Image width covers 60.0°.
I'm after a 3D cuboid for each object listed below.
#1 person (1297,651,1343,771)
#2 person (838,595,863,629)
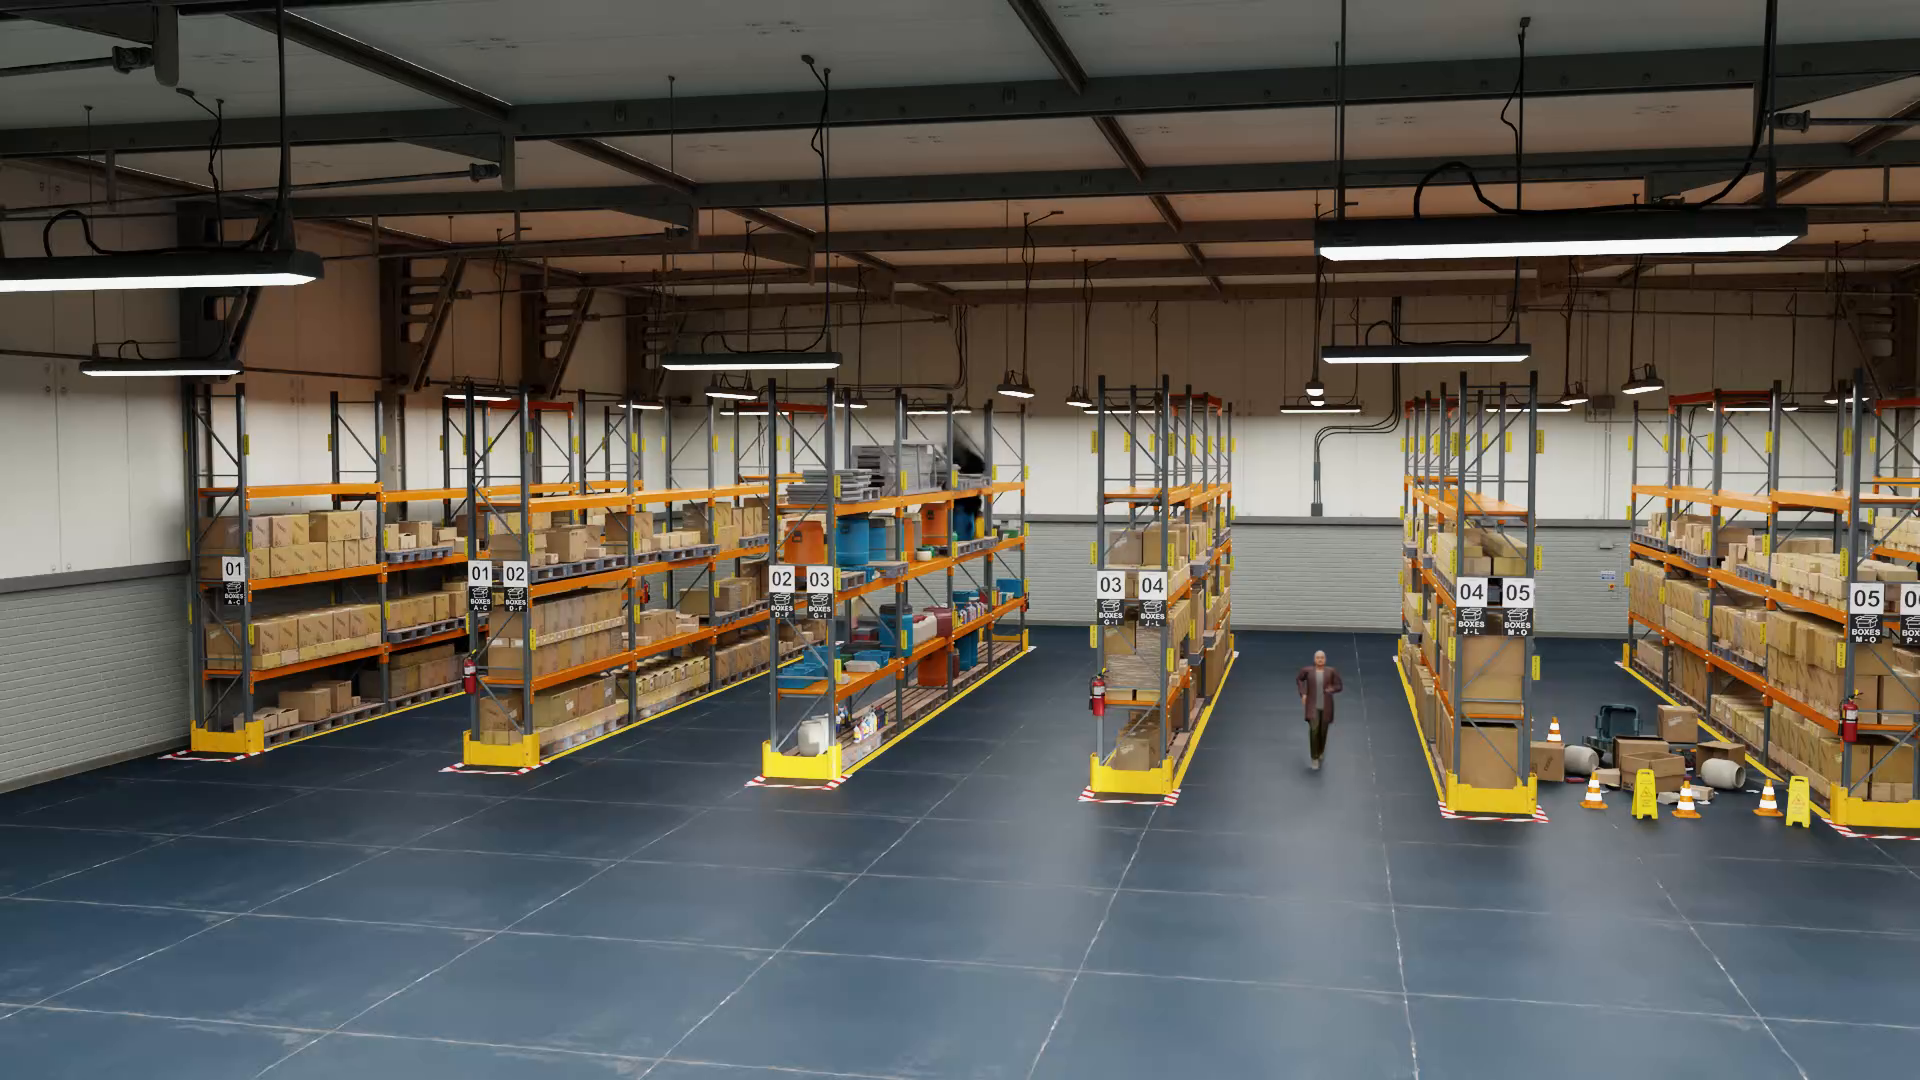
[{"bbox_3d":[5.612,2.636,25.942,0.689,1.839,0.853,0,3,7],"label":"person"},{"bbox_3d":[-2.485,1.794,37.691,0.543,1.775,0.698,0,3,4],"label":"person"}]
